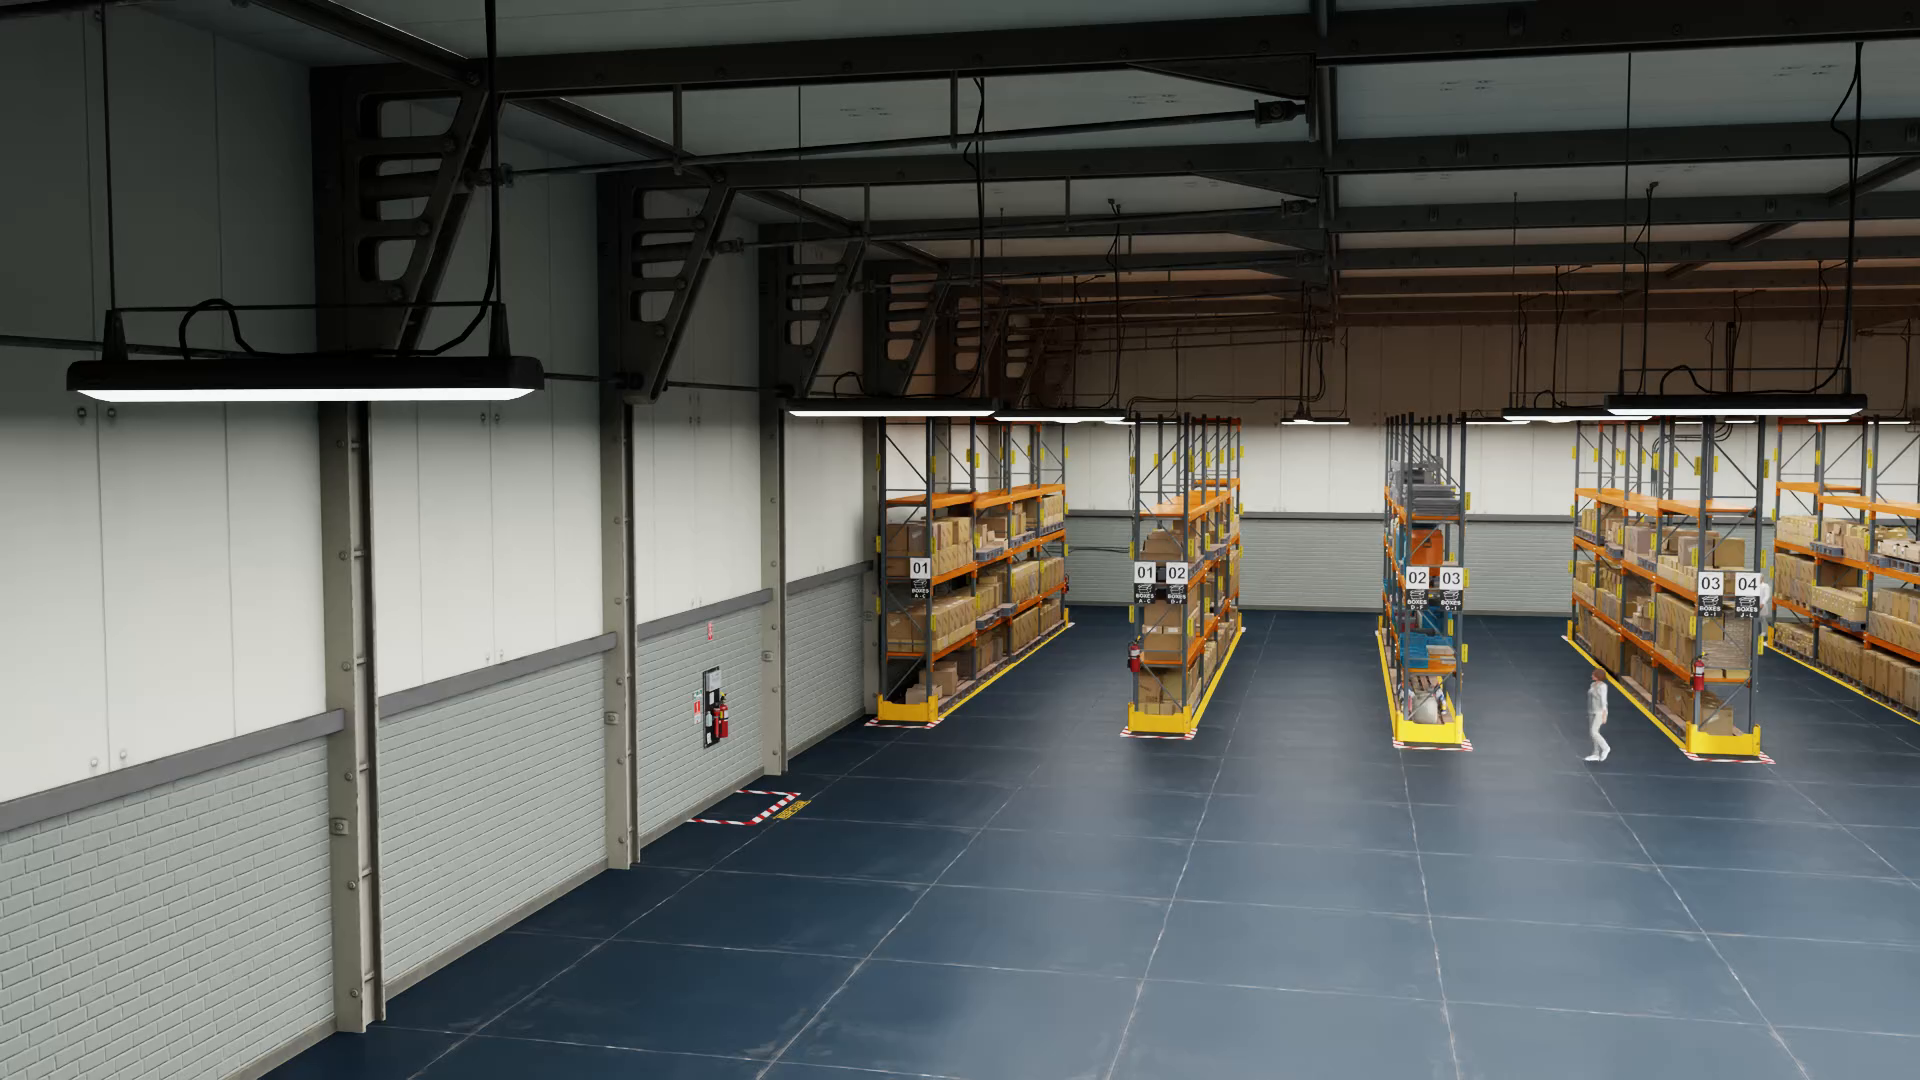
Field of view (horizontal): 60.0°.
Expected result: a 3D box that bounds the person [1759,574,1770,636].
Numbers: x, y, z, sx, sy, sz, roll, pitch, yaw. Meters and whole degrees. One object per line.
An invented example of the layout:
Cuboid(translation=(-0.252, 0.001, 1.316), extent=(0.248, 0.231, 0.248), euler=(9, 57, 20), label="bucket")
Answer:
Cuboid(translation=(21.660, 1.774, 45.160), extent=(1.085, 1.723, 0.599), euler=(-3, 5, -40), label="person")

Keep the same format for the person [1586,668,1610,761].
Cuboid(translation=(10.881, 3.032, 28.416), extent=(0.415, 1.501, 0.452), euler=(-1, 4, -12), label="person")
